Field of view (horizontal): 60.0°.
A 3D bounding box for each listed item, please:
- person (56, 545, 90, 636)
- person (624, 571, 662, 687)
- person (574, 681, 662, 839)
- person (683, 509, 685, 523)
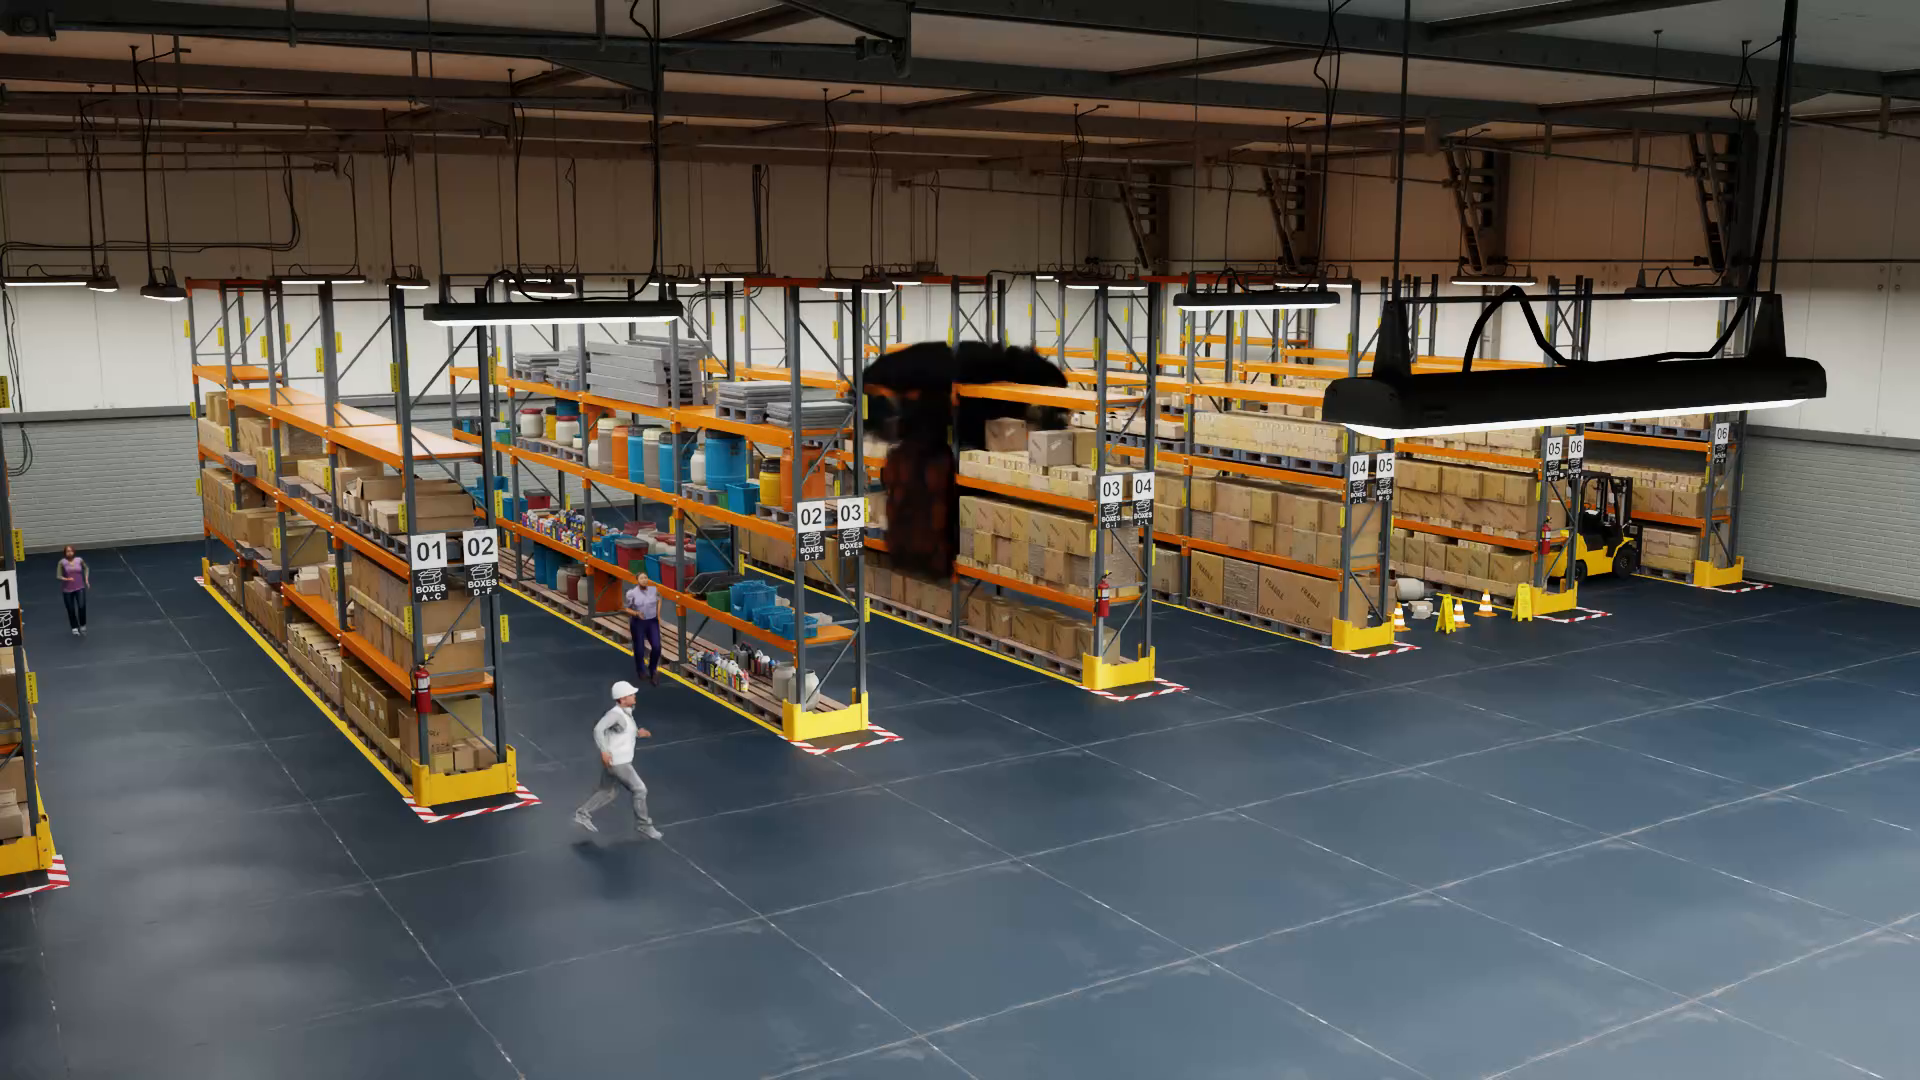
[{"bbox_3d":[-14.952,0.857,28.080,0.511,1.570,0.636,-6,11,-31],"label":"person"},{"bbox_3d":[-4.517,1.286,23.914,0.580,1.710,0.645,-4,10,-23],"label":"person"},{"bbox_3d":[-3.782,2.433,18.257,0.965,1.809,0.678,-1,10,-5],"label":"person"},{"bbox_3d":[-6.542,-1.151,39.786,0.739,1.808,0.680,0,10,0],"label":"person"}]
